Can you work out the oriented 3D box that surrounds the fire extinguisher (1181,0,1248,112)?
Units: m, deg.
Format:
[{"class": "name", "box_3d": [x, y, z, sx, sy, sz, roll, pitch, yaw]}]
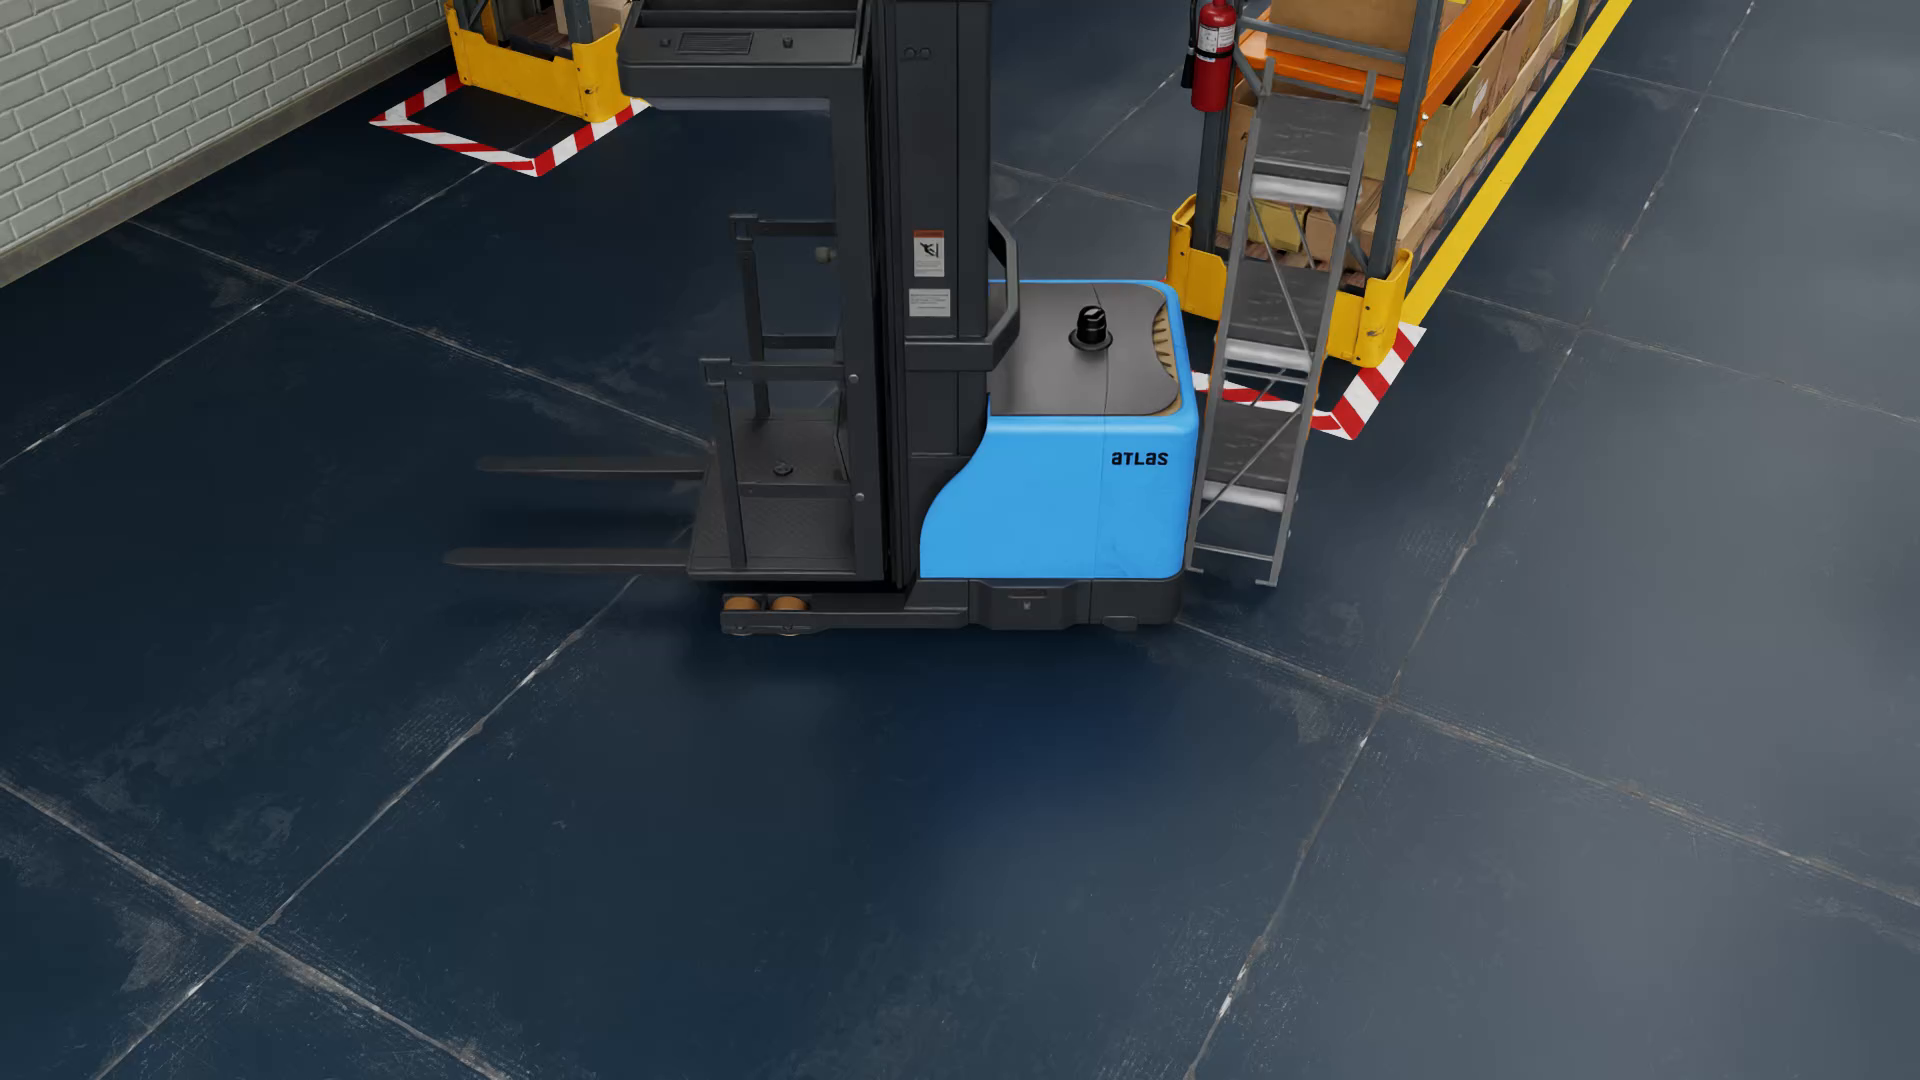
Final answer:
[{"class": "fire extinguisher", "box_3d": [1.179, -2.321, 7.674, 0.296, 0.674, 0.183, 21, 45, 22]}]

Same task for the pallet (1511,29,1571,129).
[{"class": "pallet", "box_3d": [3.208, -3.065, 10.571, 1.003, 0.211, 1.213, 21, 45, 22]}]

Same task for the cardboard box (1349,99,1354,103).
[{"class": "cardboard box", "box_3d": [2.139, -2.653, 9.189, 0.500, 0.500, 0.500, 21, 45, 22]}]

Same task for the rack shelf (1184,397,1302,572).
[{"class": "rack shelf", "box_3d": [1.210, -0.249, 7.015, 0.431, 0.518, 0.480, 10, 42, 10]}]

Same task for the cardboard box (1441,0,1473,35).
[{"class": "cardboard box", "box_3d": [2.144, -2.866, 8.160, 0.700, 0.500, 0.500, 22, 46, 23]}]

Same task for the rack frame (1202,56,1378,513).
[{"class": "rack frame", "box_3d": [1.286, -0.938, 6.718, 0.400, 2.100, 0.015, 10, 42, 10]}]

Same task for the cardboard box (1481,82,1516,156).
[{"class": "cardboard box", "box_3d": [2.854, -2.481, 9.560, 0.500, 0.250, 0.500, 21, 45, 22]}]

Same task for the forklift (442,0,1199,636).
[{"class": "forklift", "box_3d": [-0.608, -1.057, 6.232, 3.031, 2.935, 1.130, 0, 41, 0]}]

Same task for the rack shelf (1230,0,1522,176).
[{"class": "rack shelf", "box_3d": [2.642, -3.138, 9.088, 1.077, 0.370, 4.000, 21, 45, 22]}]

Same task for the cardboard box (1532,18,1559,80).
[{"class": "cardboard box", "box_3d": [3.341, -3.058, 10.216, 0.500, 0.250, 0.500, 21, 45, 22]}]

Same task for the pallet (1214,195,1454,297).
[{"class": "pallet", "box_3d": [1.987, -1.669, 8.985, 1.003, 0.211, 1.213, 21, 45, 22]}]

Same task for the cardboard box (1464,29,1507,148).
[{"class": "cardboard box", "box_3d": [2.589, -2.481, 8.994, 0.500, 0.500, 0.500, 21, 45, 22]}]

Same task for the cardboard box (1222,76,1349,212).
[{"class": "cardboard box", "box_3d": [1.651, -2.076, 8.534, 0.500, 0.500, 0.500, 21, 45, 22]}]

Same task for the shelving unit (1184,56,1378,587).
[{"class": "shelving unit", "box_3d": [1.226, -0.782, 6.541, 0.431, 2.100, 0.503, 10, 42, 10]}]

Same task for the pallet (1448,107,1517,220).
[{"class": "pallet", "box_3d": [2.599, -2.364, 9.775, 1.003, 0.211, 1.213, 21, 45, 22]}]

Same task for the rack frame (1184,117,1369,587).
[{"class": "rack frame", "box_3d": [1.167, -0.625, 6.363, 0.400, 2.100, 0.015, 10, 42, 10]}]

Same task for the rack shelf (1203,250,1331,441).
[{"class": "rack shelf", "box_3d": [1.226, -0.772, 6.550, 0.431, 0.518, 0.480, 10, 42, 10]}]

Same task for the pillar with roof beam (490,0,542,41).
[{"class": "pillar with roof beam", "box_3d": [0.679, -5.414, 6.589, 9.100, 9.000, 0.400, 21, 45, 22]}]

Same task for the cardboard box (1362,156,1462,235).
[{"class": "cardboard box", "box_3d": [2.349, -1.910, 8.912, 0.500, 0.250, 0.500, 21, 45, 22]}]

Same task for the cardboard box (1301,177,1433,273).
[{"class": "cardboard box", "box_3d": [2.102, -1.623, 8.586, 0.500, 0.250, 0.500, 21, 45, 22]}]

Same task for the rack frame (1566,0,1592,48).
[{"class": "rack frame", "box_3d": [3.642, -4.553, 10.150, 1.000, 3.000, 0.127, 21, 45, 22]}]

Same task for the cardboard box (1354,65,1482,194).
[{"class": "cardboard box", "box_3d": [2.350, -2.191, 8.664, 0.500, 0.500, 0.500, 21, 45, 22]}]

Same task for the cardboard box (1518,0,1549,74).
[{"class": "cardboard box", "box_3d": [3.092, -3.053, 9.642, 0.500, 0.500, 0.500, 21, 45, 22]}]

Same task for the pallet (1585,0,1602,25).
[{"class": "pallet", "box_3d": [3.977, -3.941, 11.565, 1.003, 0.211, 1.213, 21, 45, 22]}]

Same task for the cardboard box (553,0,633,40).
[{"class": "cardboard box", "box_3d": [-2.226, -3.422, 10.568, 0.500, 0.311, 0.500, 16, 44, 17]}]

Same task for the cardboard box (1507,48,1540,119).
[{"class": "cardboard box", "box_3d": [3.103, -2.767, 9.885, 0.500, 0.250, 0.500, 21, 45, 22]}]

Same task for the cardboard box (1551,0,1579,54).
[{"class": "cardboard box", "box_3d": [3.600, -3.341, 10.537, 0.500, 0.250, 0.500, 21, 45, 22]}]

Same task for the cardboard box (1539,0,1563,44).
[{"class": "cardboard box", "box_3d": [3.339, -3.340, 9.968, 0.500, 0.500, 0.500, 21, 45, 22]}]

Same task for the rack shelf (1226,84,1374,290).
[{"class": "rack shelf", "box_3d": [1.242, -1.294, 6.084, 0.431, 0.518, 0.480, 10, 42, 10]}]

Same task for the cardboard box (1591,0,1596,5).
[{"class": "cardboard box", "box_3d": [4.059, -3.827, 11.089, 0.500, 0.250, 0.500, 20, 45, 21]}]

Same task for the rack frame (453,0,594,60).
[{"class": "rack frame", "box_3d": [-2.650, -3.900, 9.409, 1.000, 3.000, 0.127, 21, 45, 22]}]

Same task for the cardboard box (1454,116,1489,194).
[{"class": "cardboard box", "box_3d": [2.599, -2.196, 9.237, 0.500, 0.250, 0.500, 21, 45, 22]}]

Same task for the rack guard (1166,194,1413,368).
[{"class": "rack guard", "box_3d": [1.629, -1.312, 8.362, 1.175, 0.500, 0.348, 21, 45, 22]}]

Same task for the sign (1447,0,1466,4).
[{"class": "sign", "box_3d": [2.118, -2.432, 7.027, 0.100, 0.325, 0.005, 21, 45, 22]}]

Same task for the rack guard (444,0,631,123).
[{"class": "rack guard", "box_3d": [-2.612, -3.005, 10.285, 1.175, 0.500, 0.348, 21, 45, 22]}]

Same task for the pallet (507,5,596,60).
[{"class": "pallet", "box_3d": [-2.175, -3.350, 10.895, 1.003, 0.211, 1.213, 21, 45, 22]}]

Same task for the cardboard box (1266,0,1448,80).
[{"class": "cardboard box", "box_3d": [1.885, -2.564, 7.817, 0.700, 0.500, 0.500, 21, 45, 22]}]

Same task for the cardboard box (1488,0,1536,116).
[{"class": "cardboard box", "box_3d": [2.855, -2.762, 9.312, 0.500, 0.500, 0.500, 21, 45, 22]}]

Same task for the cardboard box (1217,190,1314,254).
[{"class": "cardboard box", "box_3d": [1.653, -1.794, 8.781, 0.500, 0.250, 0.500, 21, 45, 22]}]

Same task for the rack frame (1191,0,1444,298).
[{"class": "rack frame", "box_3d": [1.641, -2.264, 7.551, 1.000, 3.000, 0.127, 21, 45, 22]}]
